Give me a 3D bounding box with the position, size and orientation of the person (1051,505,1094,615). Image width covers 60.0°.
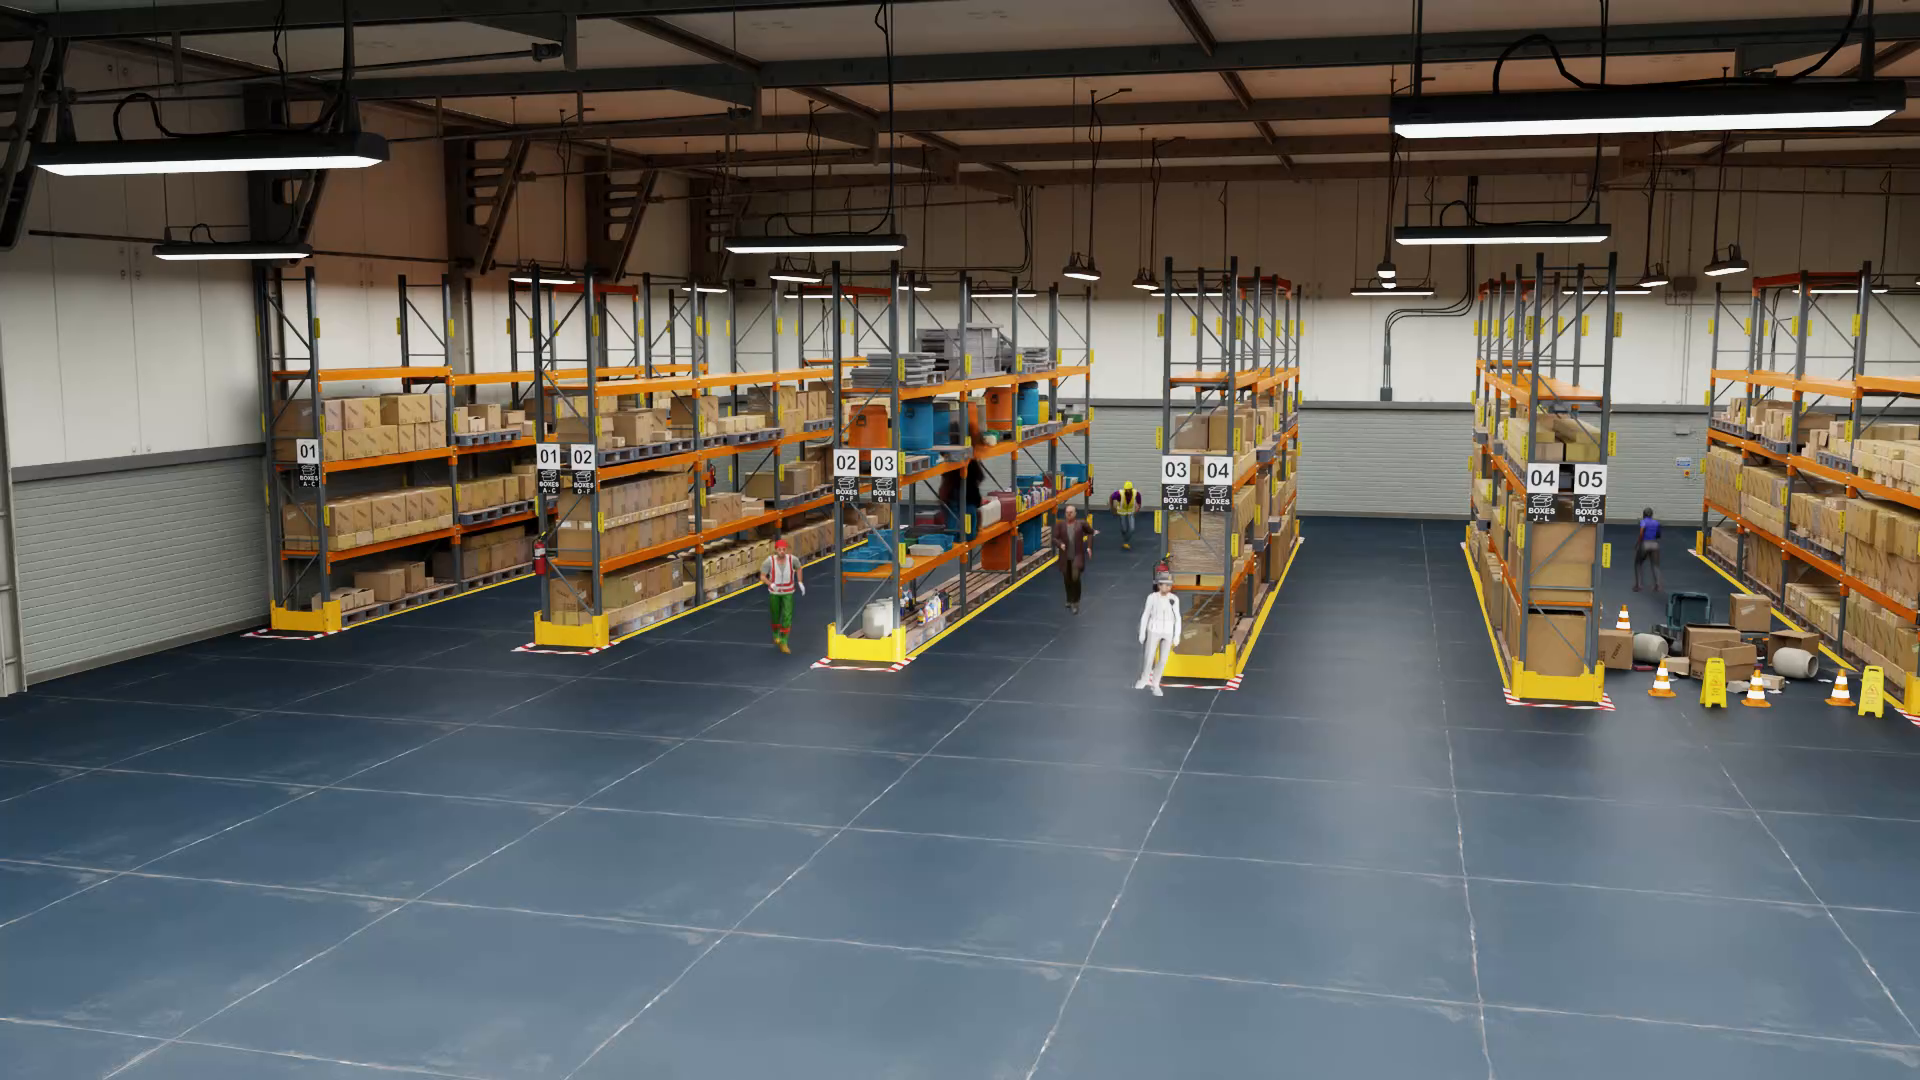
[{"bbox_3d":[1.871,0.334,27.814,0.691,1.837,0.829,1,7,10],"label":"person"}]

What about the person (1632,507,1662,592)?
[{"bbox_3d":[13.086,0.204,31.611,0.574,1.631,0.956,0,7,0],"label":"person"}]

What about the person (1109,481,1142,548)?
[{"bbox_3d":[3.776,-0.585,38.033,0.722,1.568,0.933,0,7,-3],"label":"person"}]

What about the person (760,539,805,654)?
[{"bbox_3d":[-2.773,0.847,25.967,0.703,1.788,0.839,-1,7,-7],"label":"person"}]

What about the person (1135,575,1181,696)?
[{"bbox_3d":[2.716,1.301,22.794,0.598,1.689,0.455,-1,7,-8],"label":"person"}]
